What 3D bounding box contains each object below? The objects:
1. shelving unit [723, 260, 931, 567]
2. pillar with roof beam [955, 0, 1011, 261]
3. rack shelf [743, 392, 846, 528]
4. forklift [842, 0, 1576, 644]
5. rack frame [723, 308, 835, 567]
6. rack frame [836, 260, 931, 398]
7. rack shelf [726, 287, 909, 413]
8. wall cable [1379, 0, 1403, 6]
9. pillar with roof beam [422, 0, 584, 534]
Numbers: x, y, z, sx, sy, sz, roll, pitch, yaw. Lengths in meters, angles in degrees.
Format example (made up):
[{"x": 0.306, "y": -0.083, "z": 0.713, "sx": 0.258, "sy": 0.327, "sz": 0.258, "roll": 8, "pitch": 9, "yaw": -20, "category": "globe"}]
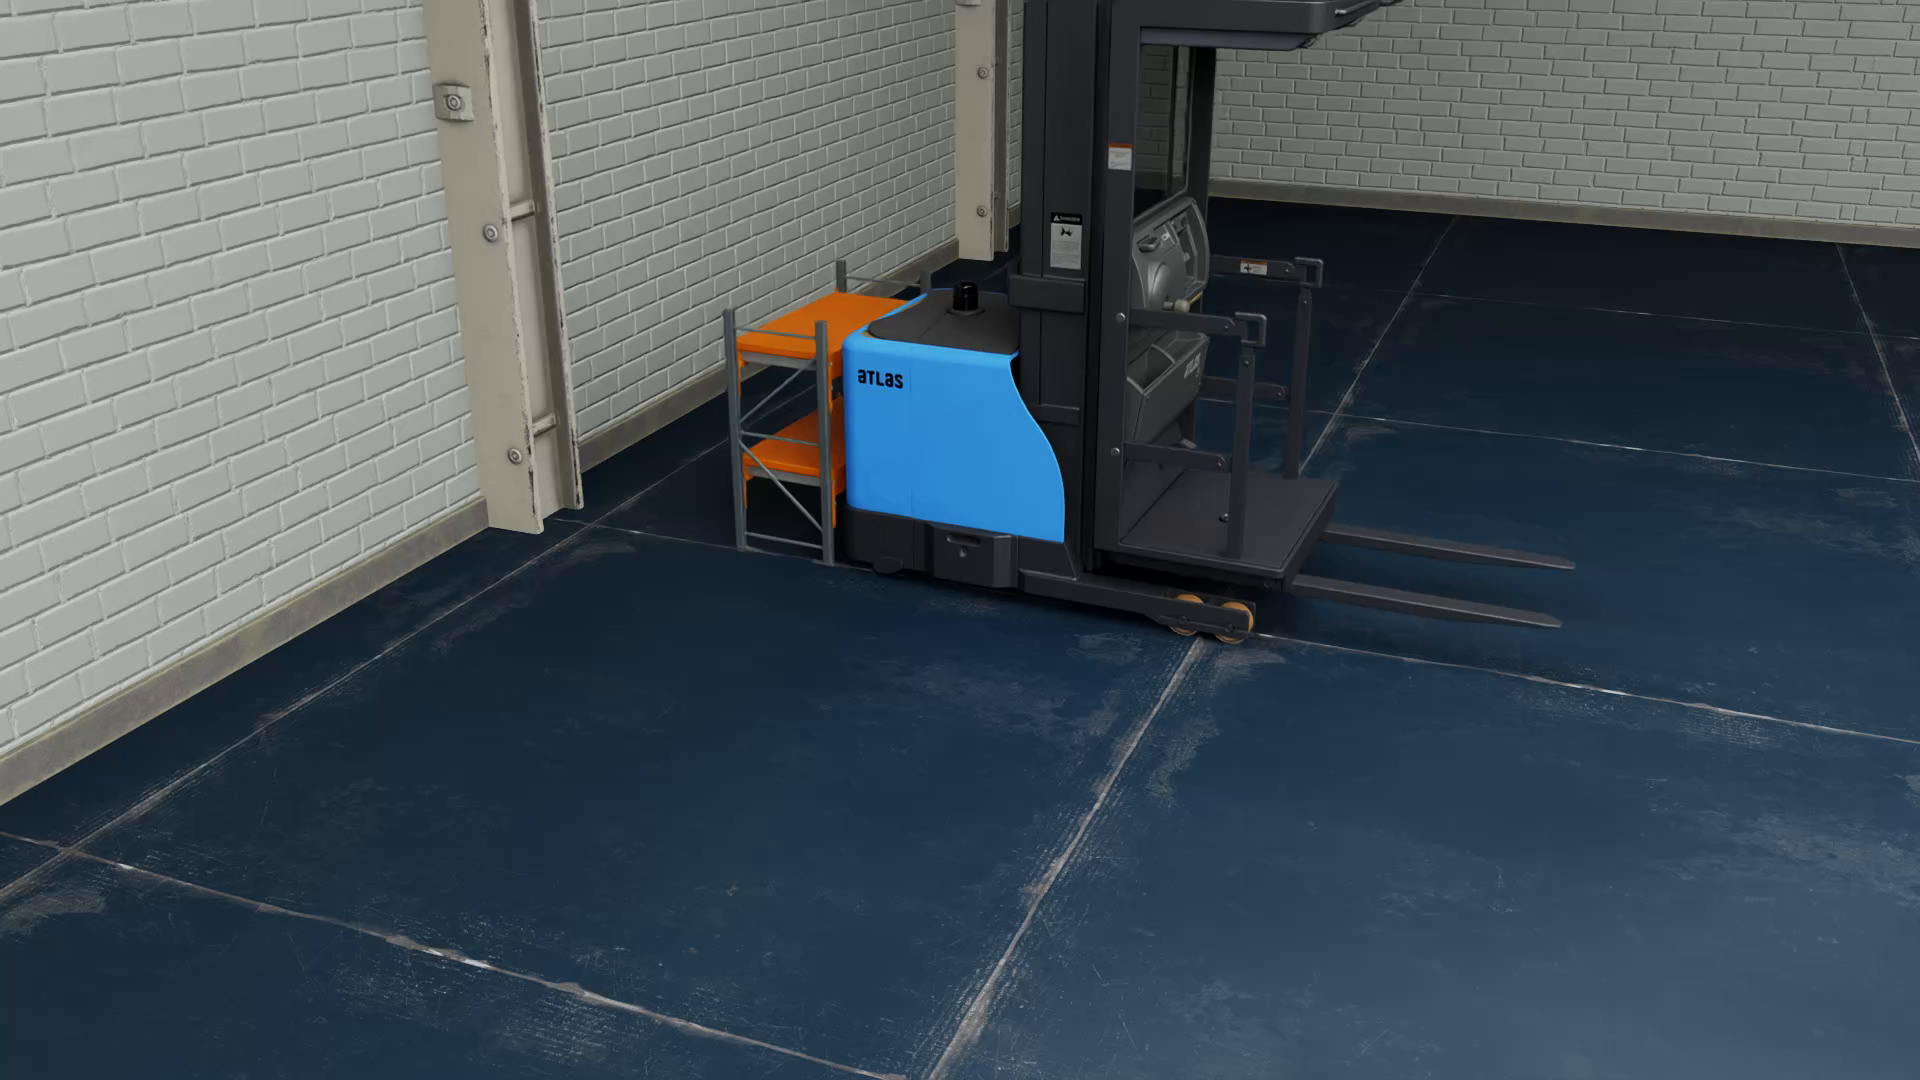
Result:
[{"x": -0.584, "y": -0.624, "z": 7.783, "sx": 0.538, "sy": 1.125, "sz": 1.048, "roll": 10, "pitch": 25, "yaw": 23, "category": "shelving unit"}, {"x": 4.171, "y": -5.802, "z": 9.965, "sx": 9.100, "sy": 9.000, "sz": 0.400, "roll": 9, "pitch": 24, "yaw": 20, "category": "pillar with roof beam"}, {"x": -0.584, "y": -0.398, "z": 7.878, "sx": 0.538, "sy": 0.278, "sz": 1.000, "roll": 10, "pitch": 25, "yaw": 23, "category": "rack shelf"}, {"x": 1.048, "y": -1.165, "z": 6.735, "sx": 3.031, "sy": 2.935, "sz": 1.130, "roll": 10, "pitch": 24, "yaw": 22, "category": "forklift"}, {"x": -0.797, "y": -0.446, "z": 7.357, "sx": 0.500, "sy": 1.125, "sz": 0.032, "roll": 10, "pitch": 25, "yaw": 23, "category": "rack frame"}, {"x": -0.371, "y": -0.801, "z": 8.209, "sx": 0.500, "sy": 1.125, "sz": 0.032, "roll": 10, "pitch": 25, "yaw": 23, "category": "rack frame"}, {"x": -0.584, "y": -0.894, "z": 7.671, "sx": 0.538, "sy": 0.278, "sz": 1.000, "roll": 10, "pitch": 25, "yaw": 23, "category": "rack shelf"}, {"x": 2.496, "y": -5.851, "z": 14.110, "sx": 3.097, "sy": 2.526, "sz": 0.112, "roll": 9, "pitch": 24, "yaw": 20, "category": "wall cable"}, {"x": 1.942, "y": -3.655, "z": 4.825, "sx": 9.100, "sy": 9.000, "sz": 0.400, "roll": 9, "pitch": 24, "yaw": 20, "category": "pillar with roof beam"}]
